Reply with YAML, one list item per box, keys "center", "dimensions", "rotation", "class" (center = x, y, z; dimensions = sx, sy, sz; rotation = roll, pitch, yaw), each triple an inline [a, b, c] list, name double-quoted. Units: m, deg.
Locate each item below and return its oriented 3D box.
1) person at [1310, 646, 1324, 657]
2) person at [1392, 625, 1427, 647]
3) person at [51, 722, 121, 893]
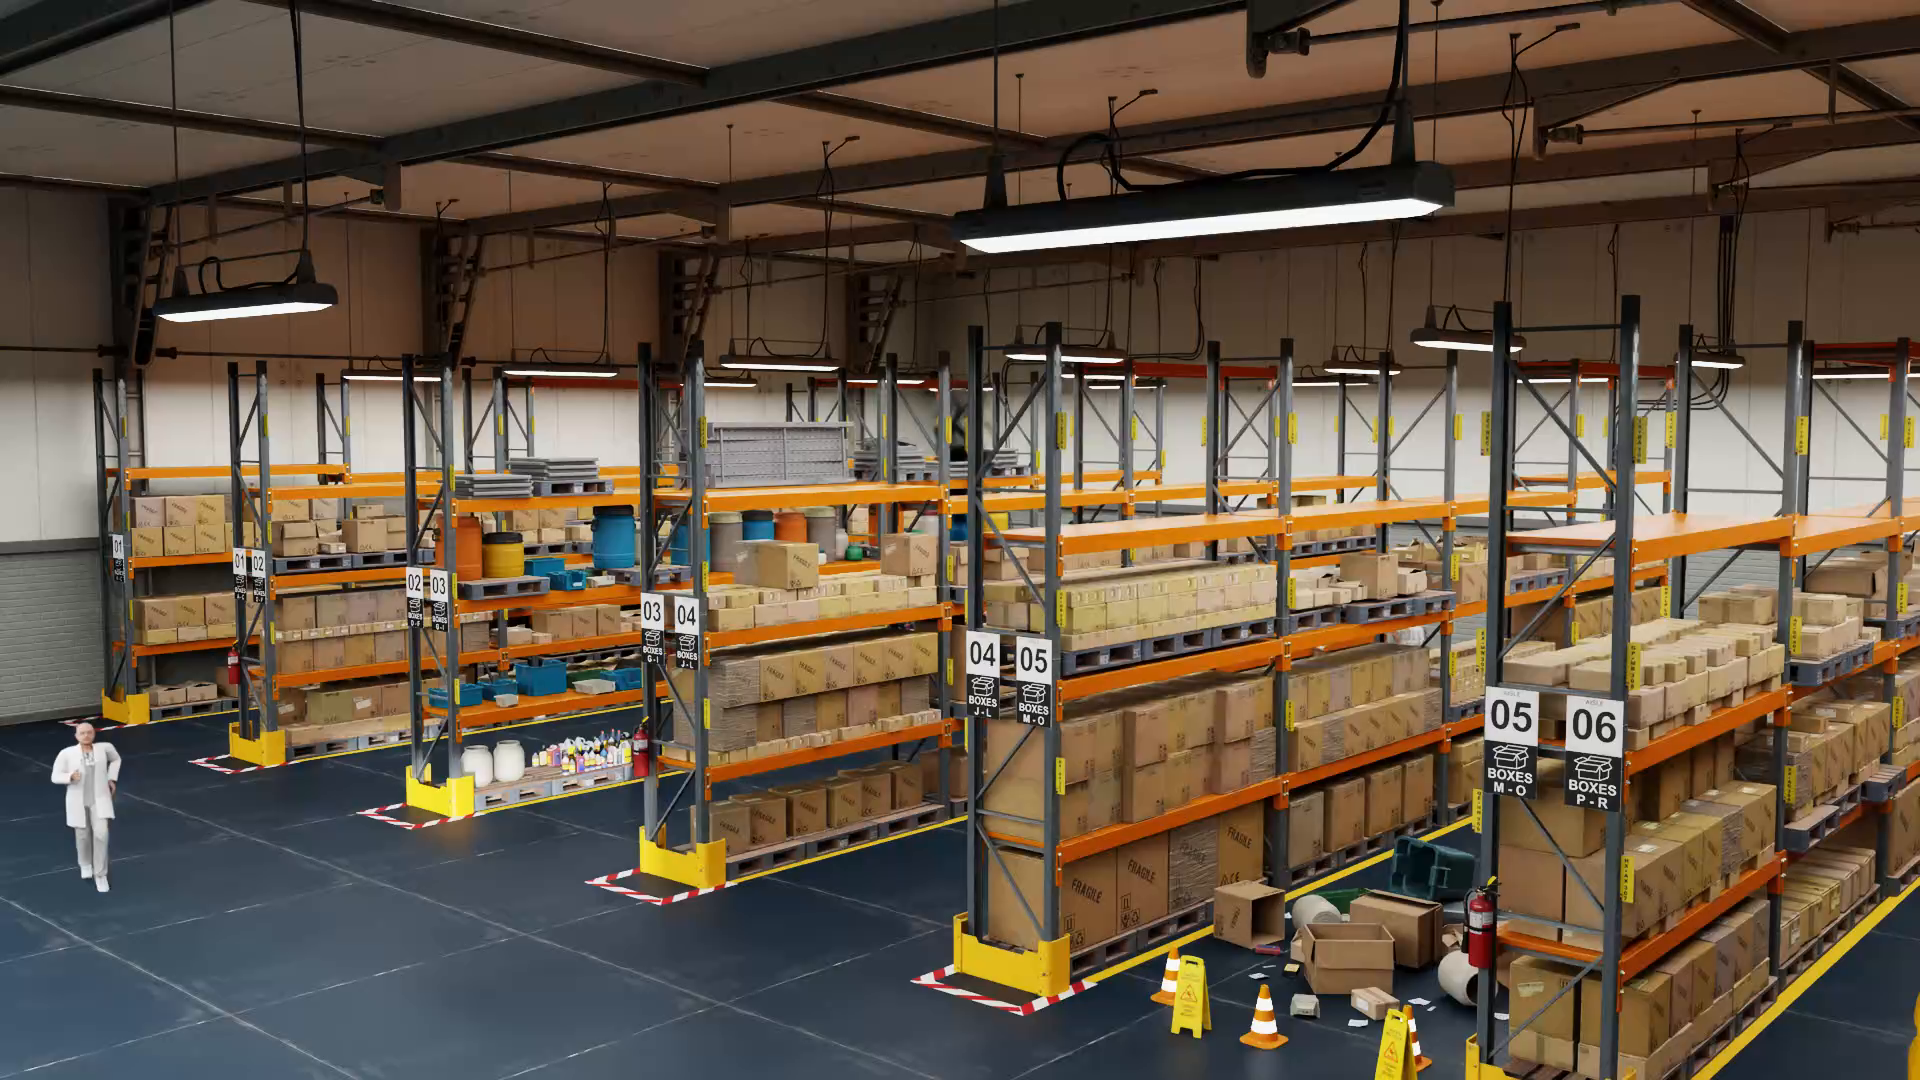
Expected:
- center: [5.480, 2.420, 25.624]
  dimensions: [0.696, 1.718, 0.603]
  rotation: [3, 5, 36]
  class: "person"
- center: [8.402, 2.017, 30.991]
  dimensions: [0.703, 1.742, 0.726]
  rotation: [-2, 5, -29]
  class: "person"
- center: [-9.611, 3.012, 18.339]
  dimensions: [0.692, 1.606, 0.842]
  rotation: [-2, 5, -29]
  class: "person"
